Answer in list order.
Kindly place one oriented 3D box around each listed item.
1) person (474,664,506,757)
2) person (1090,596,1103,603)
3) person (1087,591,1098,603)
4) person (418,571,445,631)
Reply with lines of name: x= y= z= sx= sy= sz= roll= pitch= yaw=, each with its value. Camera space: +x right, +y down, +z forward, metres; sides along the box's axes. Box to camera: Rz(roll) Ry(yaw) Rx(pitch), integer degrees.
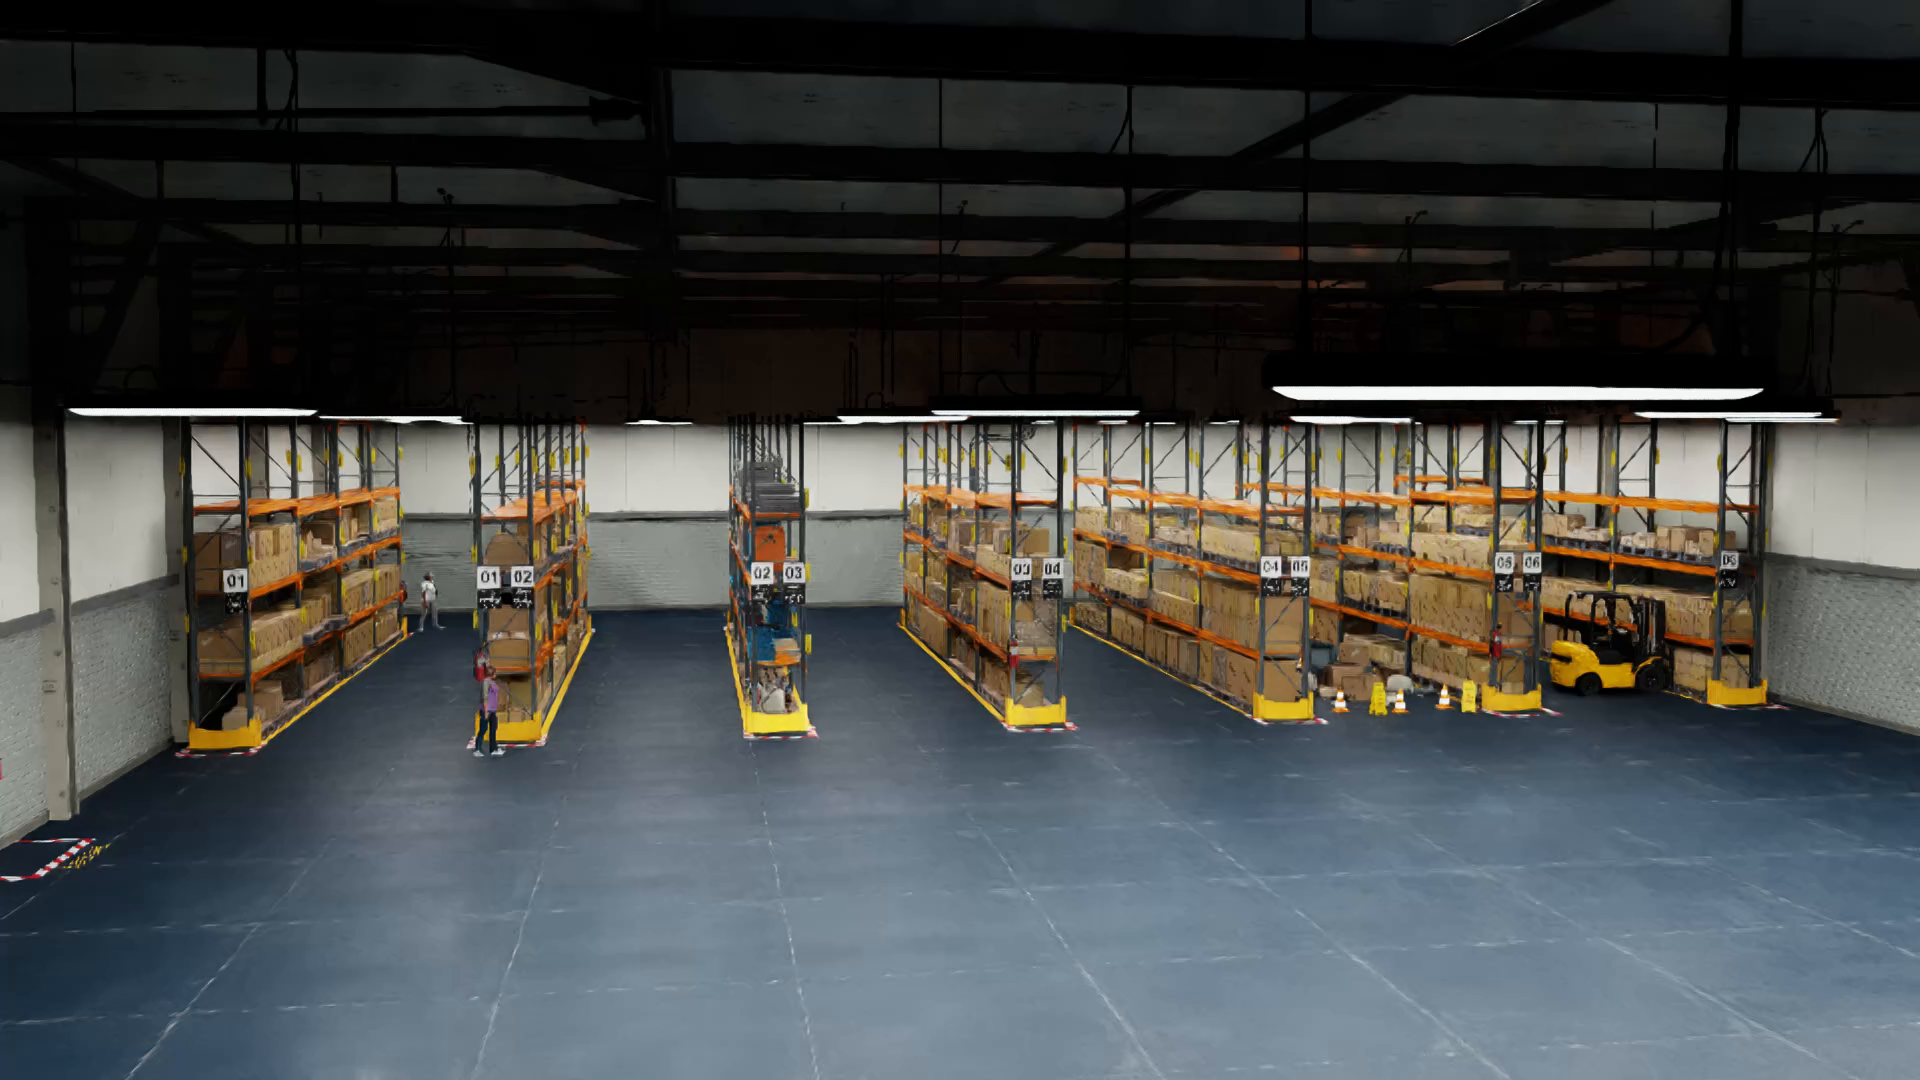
person: x=-8.200 y=2.960 z=28.897 sx=0.470 sy=1.594 sz=0.529 roll=0 pitch=4 yaw=2
person: x=4.390 y=1.267 z=52.784 sx=0.596 sy=1.742 sz=0.961 roll=1 pitch=4 yaw=14
person: x=3.997 y=1.497 z=49.745 sx=0.378 sy=1.671 sz=0.566 roll=-3 pitch=5 yaw=-39
person: x=-14.889 y=1.703 z=46.681 sx=0.525 sy=1.674 sz=0.687 roll=2 pitch=4 yaw=24
